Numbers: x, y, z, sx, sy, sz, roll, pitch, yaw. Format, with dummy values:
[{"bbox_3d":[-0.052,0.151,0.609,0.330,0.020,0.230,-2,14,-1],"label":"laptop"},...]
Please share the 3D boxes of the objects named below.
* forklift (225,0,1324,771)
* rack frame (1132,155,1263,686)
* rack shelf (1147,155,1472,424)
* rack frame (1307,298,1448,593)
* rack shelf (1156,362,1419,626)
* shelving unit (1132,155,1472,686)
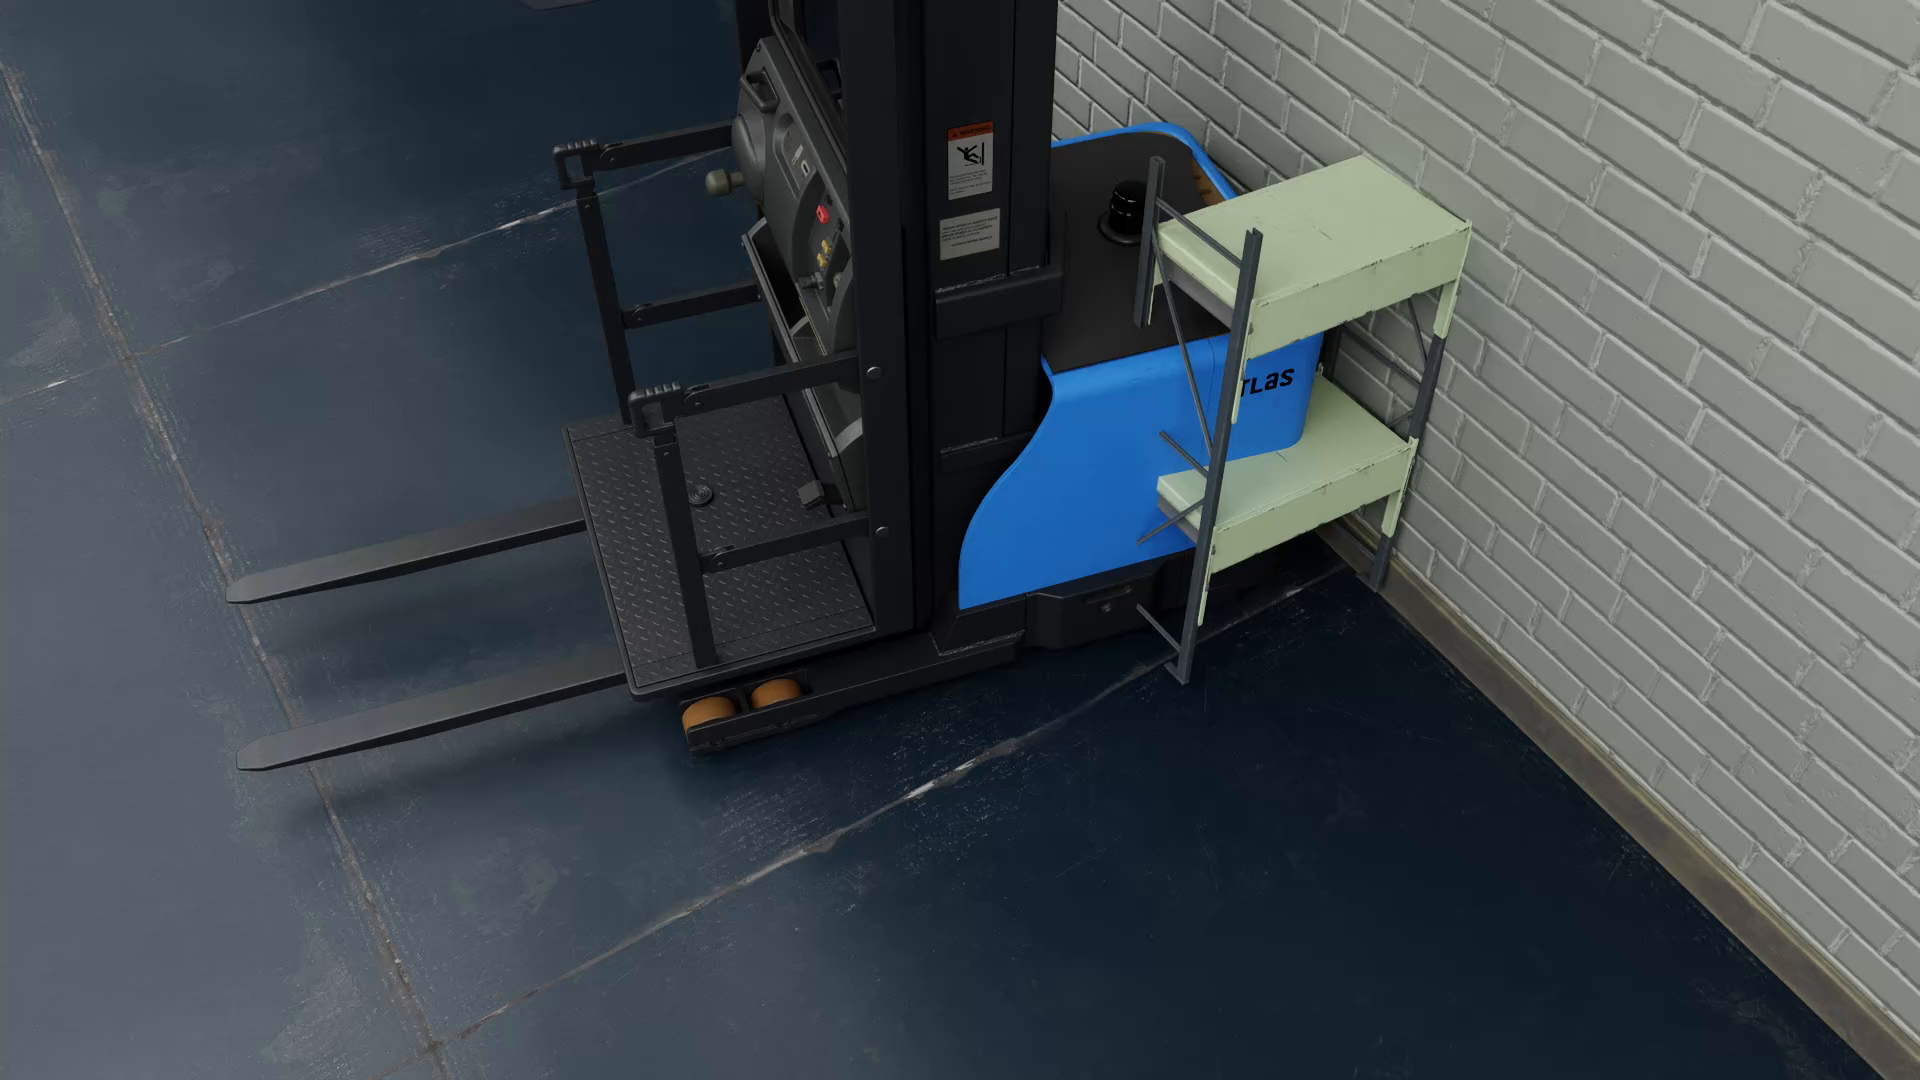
[{"bbox_3d":[-0.595,-0.822,4.019,3.031,2.935,1.130,-14,50,-13],"label":"forklift"},{"bbox_3d":[0.554,-0.253,4.367,0.023,1.500,0.400,-22,48,-23],"label":"rack frame"},{"bbox_3d":[0.873,-0.665,4.245,0.720,0.370,0.431,-22,48,-23],"label":"rack shelf"},{"bbox_3d":[1.177,-0.507,4.656,0.023,1.500,0.400,-22,48,-23],"label":"rack frame"},{"bbox_3d":[0.860,-0.142,4.734,0.720,0.370,0.431,-22,48,-23],"label":"rack shelf"},{"bbox_3d":[0.866,-0.380,4.511,0.755,1.500,0.431,-22,48,-23],"label":"shelving unit"}]
